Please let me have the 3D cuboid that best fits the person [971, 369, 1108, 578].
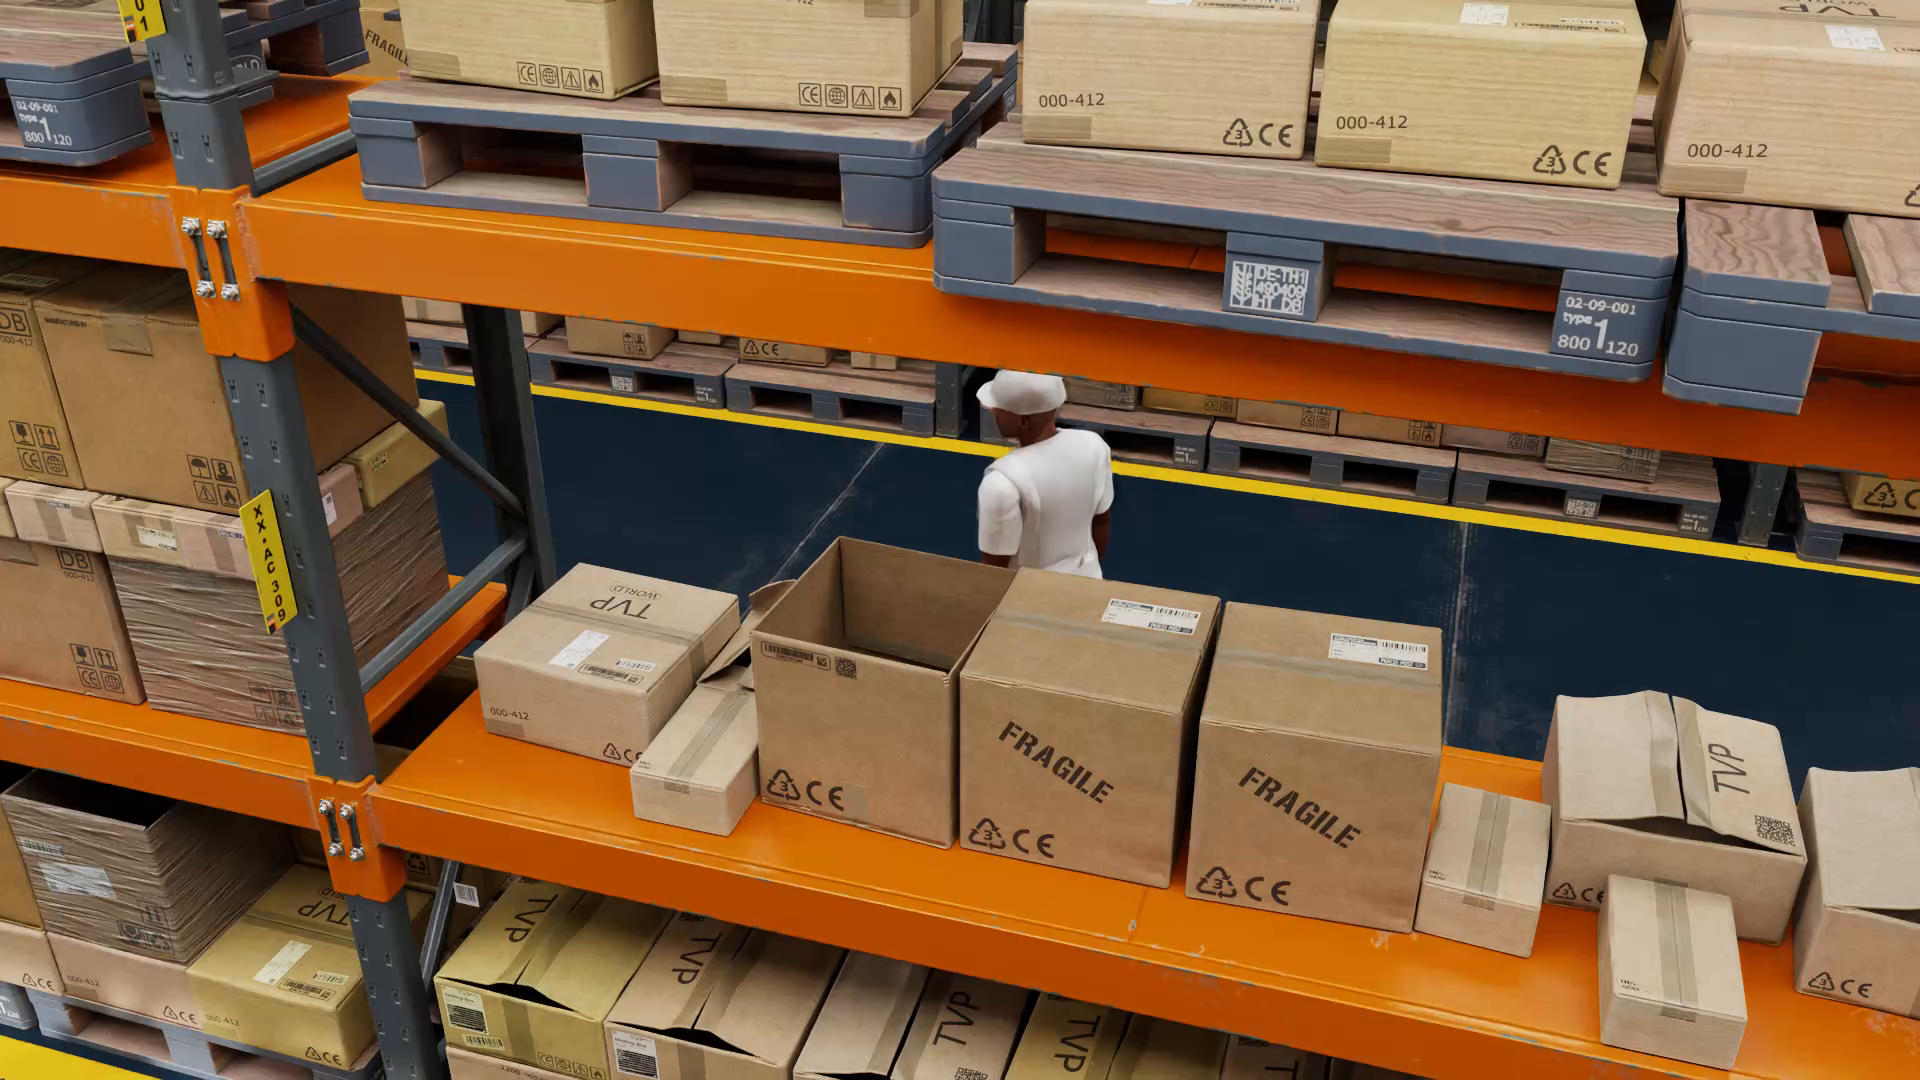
[{"bbox_3d":[0.249,0.205,5.730,0.587,1.766,0.562,-20,35,-32],"label":"person"}]
